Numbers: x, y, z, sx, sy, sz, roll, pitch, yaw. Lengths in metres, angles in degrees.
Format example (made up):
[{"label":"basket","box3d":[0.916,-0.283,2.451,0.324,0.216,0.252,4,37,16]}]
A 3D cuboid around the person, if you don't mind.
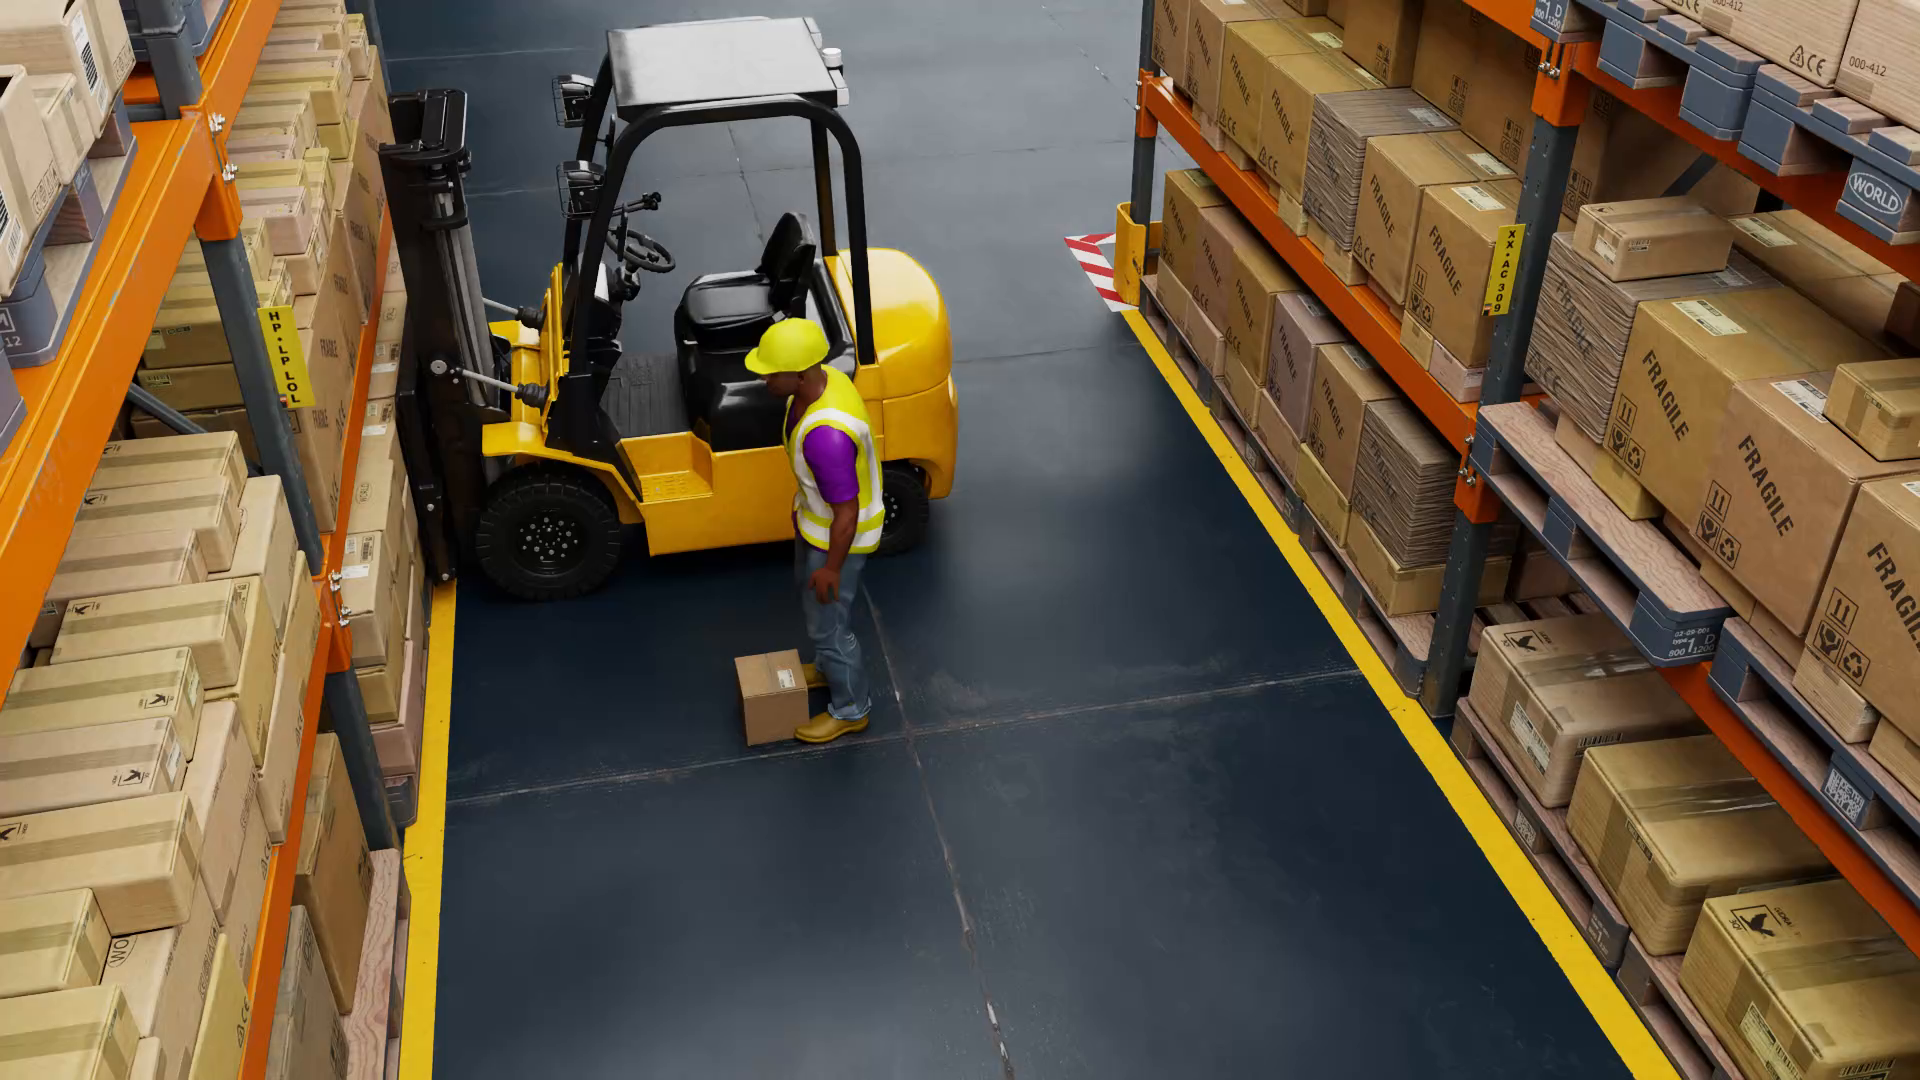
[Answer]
[{"label":"person","box3d":[-0.519,-0.043,6.191,0.461,1.760,0.626,-7,35,-10]}]
